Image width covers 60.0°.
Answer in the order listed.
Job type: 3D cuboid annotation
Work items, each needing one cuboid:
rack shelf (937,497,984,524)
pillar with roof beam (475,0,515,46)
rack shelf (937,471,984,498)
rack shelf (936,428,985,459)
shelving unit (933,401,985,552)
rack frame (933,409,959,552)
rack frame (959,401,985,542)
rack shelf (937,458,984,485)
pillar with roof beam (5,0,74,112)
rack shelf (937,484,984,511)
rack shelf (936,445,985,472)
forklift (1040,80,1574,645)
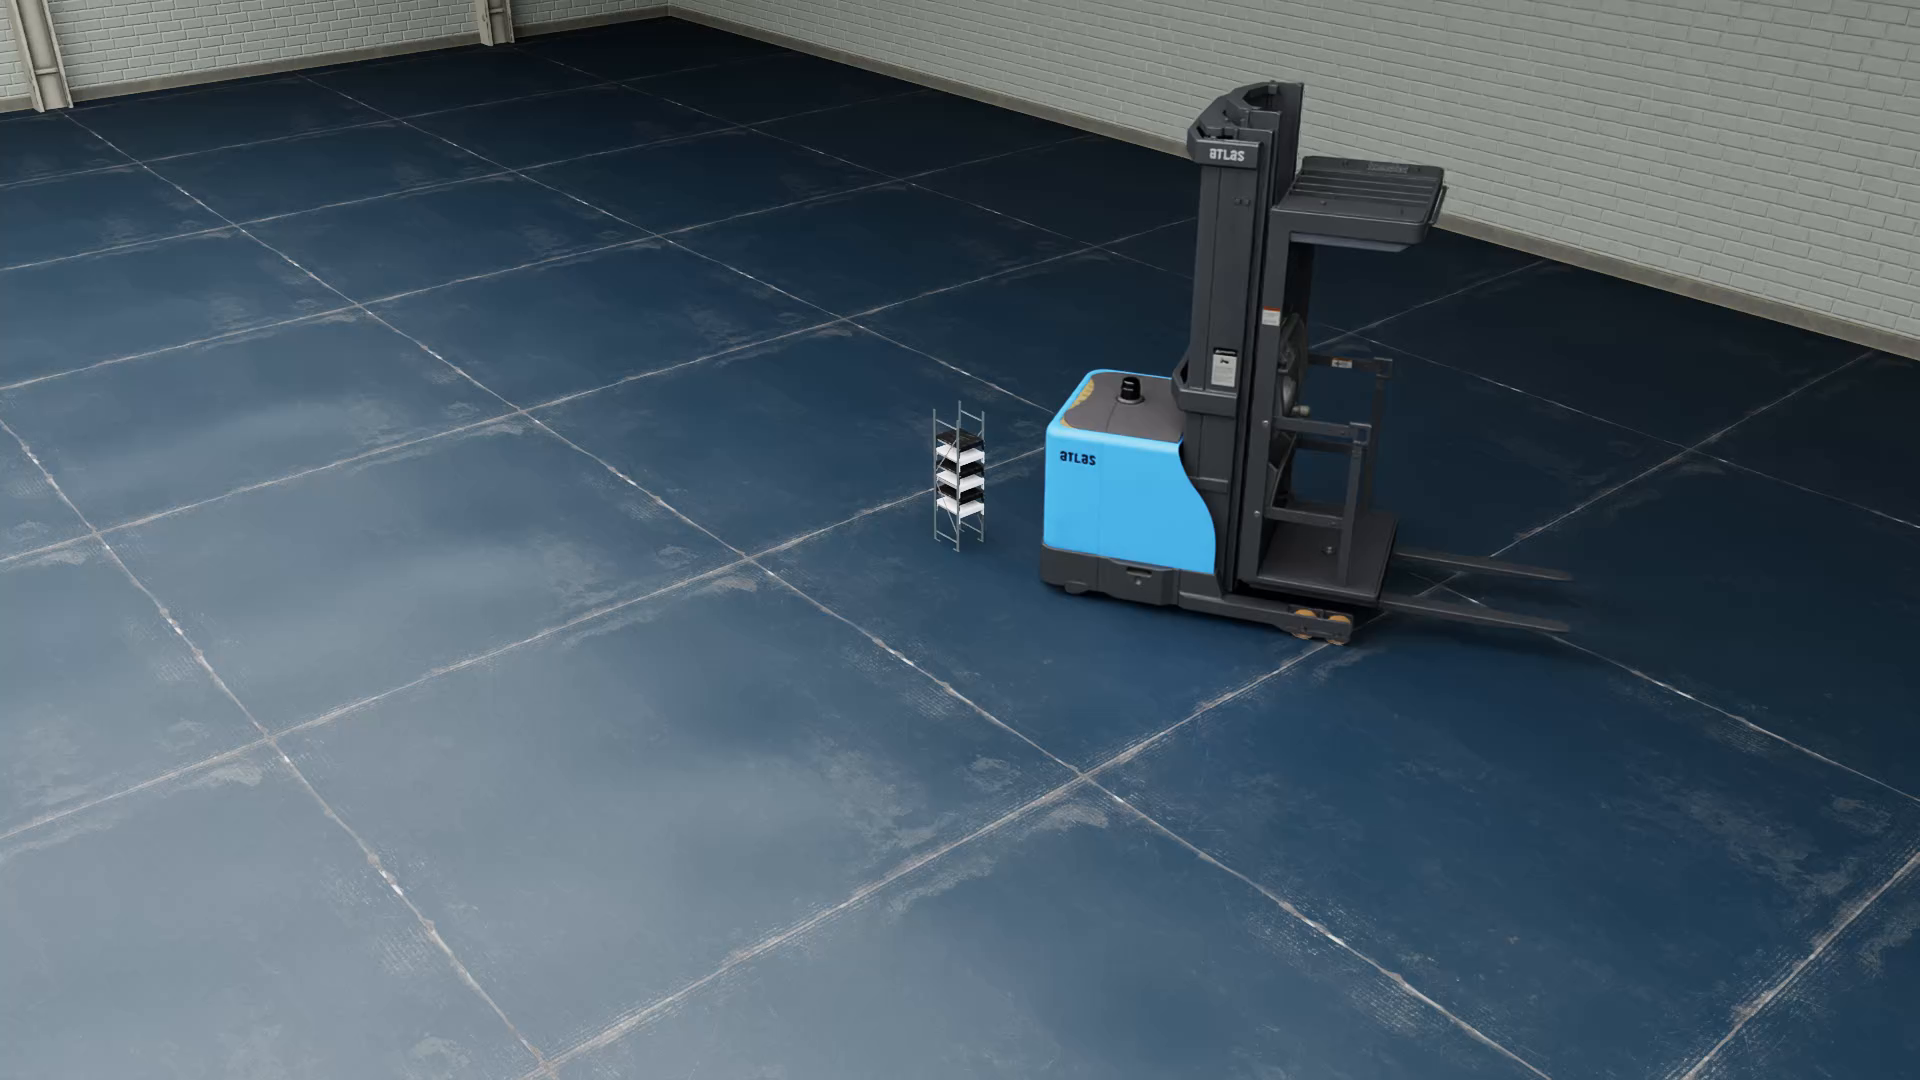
[{"bbox_3d":[-0.006,-0.206,10.492,0.200,0.077,0.258,-22,35,-35],"label":"rack shelf"},{"bbox_3d":[-3.909,-9.638,19.096,0.400,9.000,9.100,-22,35,-35],"label":"pillar with roof beam"},{"bbox_3d":[-0.006,-0.365,10.407,0.200,0.077,0.258,-22,35,-35],"label":"rack shelf"},{"bbox_3d":[-0.006,-0.603,10.280,0.200,0.077,0.258,-22,35,-35],"label":"rack shelf"},{"bbox_3d":[-0.006,-0.394,10.392,0.210,0.900,0.258,-22,35,-35],"label":"shelving unit"},{"bbox_3d":[-0.084,-0.363,10.333,0.006,0.900,0.240,-22,35,-35],"label":"rack frame"},{"bbox_3d":[0.071,-0.426,10.450,0.006,0.900,0.240,-22,35,-35],"label":"rack frame"},{"bbox_3d":[-0.006,-0.444,10.365,0.200,0.077,0.258,-22,35,-35],"label":"rack shelf"},{"bbox_3d":[-8.473,-7.803,15.661,0.400,9.000,9.100,-22,35,-35],"label":"pillar with roof beam"},{"bbox_3d":[-0.006,-0.286,10.450,0.200,0.077,0.258,-22,35,-35],"label":"rack shelf"},{"bbox_3d":[-0.006,-0.524,10.322,0.200,0.077,0.258,-22,35,-35],"label":"rack shelf"},{"bbox_3d":[2.058,-0.977,9.327,3.031,2.935,1.130,9,30,17],"label":"forklift"}]
